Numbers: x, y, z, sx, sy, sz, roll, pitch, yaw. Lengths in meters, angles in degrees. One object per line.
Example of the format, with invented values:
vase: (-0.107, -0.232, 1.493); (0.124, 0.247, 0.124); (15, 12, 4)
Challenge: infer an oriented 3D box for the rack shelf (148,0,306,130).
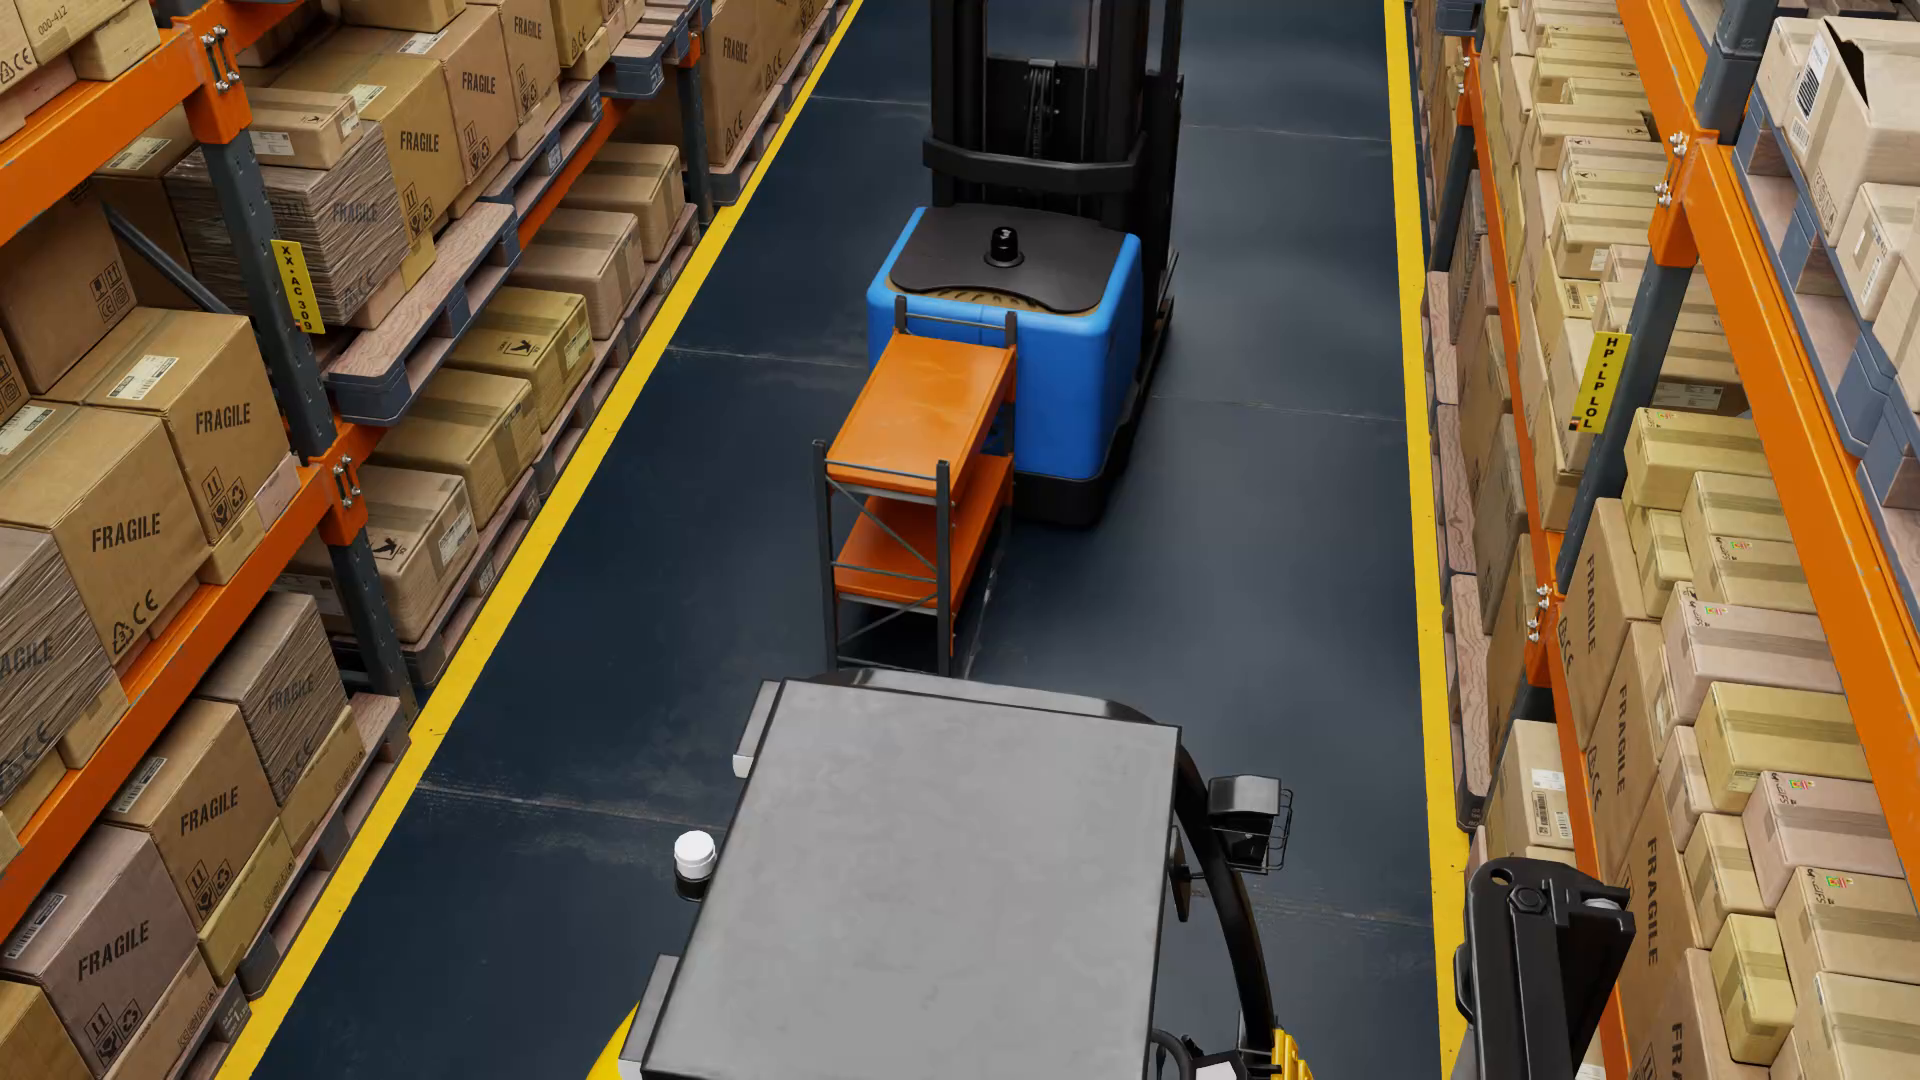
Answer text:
rack shelf: (-2.248, -2.639, 6.299); (1.077, 0.370, 4.000); (6, 40, 8)

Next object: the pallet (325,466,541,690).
pallet: (-2.461, 0.081, 6.987); (1.003, 0.211, 1.213); (6, 40, 8)

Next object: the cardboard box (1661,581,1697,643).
cardboard box: (1.921, 0.252, 4.004); (0.380, 0.149, 0.250); (6, 40, 8)

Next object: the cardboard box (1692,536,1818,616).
cardboard box: (1.957, 0.139, 3.907); (0.380, 0.149, 0.250); (6, 40, 7)

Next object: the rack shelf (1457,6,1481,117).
rack shelf: (3.334, -3.449, 9.632); (1.077, 0.370, 4.000); (6, 40, 8)

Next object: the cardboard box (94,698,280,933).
cardboard box: (-2.518, 0.824, 5.139); (0.500, 0.500, 0.500); (7, 40, 8)

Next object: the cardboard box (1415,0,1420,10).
cardboard box: (3.375, -3.901, 11.246); (0.500, 0.500, 0.500); (8, 40, 10)

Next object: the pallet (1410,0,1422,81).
pallet: (3.577, -3.392, 11.187); (1.003, 0.211, 1.213); (6, 40, 8)

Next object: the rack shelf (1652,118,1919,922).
rack shelf: (1.950, 0.416, 2.603); (1.077, 0.370, 4.000); (6, 40, 8)

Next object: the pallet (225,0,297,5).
pallet: (-2.382, -1.965, 5.065); (1.213, 0.211, 1.003); (6, 40, 8)

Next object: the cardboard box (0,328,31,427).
cardboard box: (-2.993, -0.473, 4.372); (0.700, 0.500, 0.500); (7, 40, 8)

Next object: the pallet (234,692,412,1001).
pallet: (-2.675, 0.995, 5.881); (1.003, 0.211, 1.213); (6, 40, 8)

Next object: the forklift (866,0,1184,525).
forklift: (0.472, -2.141, 7.539); (1.130, 2.935, 3.031); (10, 41, 11)

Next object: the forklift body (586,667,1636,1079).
forklift body: (0.135, 1.486, 3.765); (2.313, 2.155, 1.214); (6, 40, 8)

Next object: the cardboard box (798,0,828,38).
cardboard box: (-1.387, -3.903, 10.955); (0.875, 0.875, 0.875); (7, 40, 9)

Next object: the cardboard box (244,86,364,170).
cardboard box: (-2.164, -1.326, 5.350); (0.380, 0.149, 0.250); (6, 40, 7)

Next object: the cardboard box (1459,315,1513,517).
cardboard box: (2.645, -0.494, 7.027); (0.875, 0.625, 0.625); (5, 40, 6)

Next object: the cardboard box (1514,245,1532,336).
cardboard box: (2.323, -0.872, 6.068); (0.500, 0.250, 0.500); (7, 40, 8)

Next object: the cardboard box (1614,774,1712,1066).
cardboard box: (1.801, 0.898, 3.732); (0.500, 0.500, 0.500); (6, 40, 7)

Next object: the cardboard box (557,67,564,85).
cardboard box: (-1.954, -2.034, 7.224); (0.380, 0.149, 0.250); (7, 40, 8)

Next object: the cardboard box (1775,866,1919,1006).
cardboard box: (1.778, 0.780, 3.132); (0.380, 0.149, 0.250); (7, 40, 8)

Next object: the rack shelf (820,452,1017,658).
rack shelf: (-0.149, 0.001, 6.750); (0.538, 0.278, 1.000); (10, 41, 11)

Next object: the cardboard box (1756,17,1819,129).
cardboard box: (1.919, -0.972, 3.506); (0.380, 0.149, 0.250); (7, 40, 9)

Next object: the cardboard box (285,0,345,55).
cardboard box: (-2.560, -1.770, 6.395); (0.500, 0.500, 0.500); (8, 40, 9)

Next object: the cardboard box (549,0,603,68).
cardboard box: (-1.871, -2.372, 7.124); (0.500, 0.500, 0.500); (4, 40, 5)

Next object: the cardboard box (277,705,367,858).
cardboard box: (-2.431, 0.793, 5.765); (0.500, 0.250, 0.500); (8, 40, 10)

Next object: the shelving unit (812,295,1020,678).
shelving unit: (-0.149, -0.188, 6.594); (0.538, 1.125, 1.048); (10, 41, 11)

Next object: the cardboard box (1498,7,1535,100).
cardboard box: (2.583, -2.040, 7.089); (0.500, 0.250, 0.500); (8, 40, 9)

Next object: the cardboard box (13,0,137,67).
cardboard box: (-2.405, -1.410, 4.132); (0.500, 0.250, 0.500); (6, 40, 7)

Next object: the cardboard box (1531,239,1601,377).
cardboard box: (2.211, -0.755, 5.535); (0.500, 0.250, 0.500); (5, 40, 7)

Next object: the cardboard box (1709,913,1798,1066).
cardboard box: (1.694, 0.890, 3.231); (0.380, 0.149, 0.250); (6, 40, 7)

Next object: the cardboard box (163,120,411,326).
cardboard box: (-2.230, -1.083, 5.564); (0.500, 0.500, 0.500); (7, 40, 9)

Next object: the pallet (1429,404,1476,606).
pallet: (2.594, -0.120, 7.230); (1.003, 0.211, 1.213); (6, 40, 8)

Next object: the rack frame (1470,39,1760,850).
rack frame: (2.296, 0.040, 4.848); (1.000, 3.000, 0.127); (6, 40, 8)

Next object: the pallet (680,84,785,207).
pallet: (-1.691, -2.427, 10.020); (1.003, 0.211, 1.213); (6, 40, 8)

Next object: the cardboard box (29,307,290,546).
cardboard box: (-2.426, -0.352, 5.010); (0.500, 0.500, 0.500); (5, 40, 7)

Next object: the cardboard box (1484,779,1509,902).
cardboard box: (1.908, 1.014, 5.105); (0.500, 0.250, 0.500); (6, 40, 7)

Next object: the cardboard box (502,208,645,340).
cardboard box: (-2.129, -1.347, 8.258); (0.950, 0.372, 0.625); (6, 40, 7)

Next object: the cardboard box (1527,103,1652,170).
cardboard box: (2.298, -1.468, 6.084); (0.380, 0.149, 0.250); (5, 40, 6)

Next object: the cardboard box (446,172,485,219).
cardboard box: (-2.076, -1.381, 6.434); (0.380, 0.149, 0.250); (7, 40, 8)

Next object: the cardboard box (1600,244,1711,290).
cardboard box: (2.257, -0.799, 5.275); (0.380, 0.149, 0.250); (6, 40, 8)

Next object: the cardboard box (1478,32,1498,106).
cardboard box: (2.670, -2.161, 7.628); (0.500, 0.250, 0.500); (7, 40, 8)

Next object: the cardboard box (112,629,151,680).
cardboard box: (-2.564, 0.294, 4.738); (0.380, 0.149, 0.250); (6, 40, 7)

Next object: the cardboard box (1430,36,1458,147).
cardboard box: (3.034, -2.600, 9.673); (0.500, 0.500, 0.500); (8, 40, 10)

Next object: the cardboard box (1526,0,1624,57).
cardboard box: (2.546, -2.094, 6.842); (0.380, 0.149, 0.250); (7, 40, 8)
